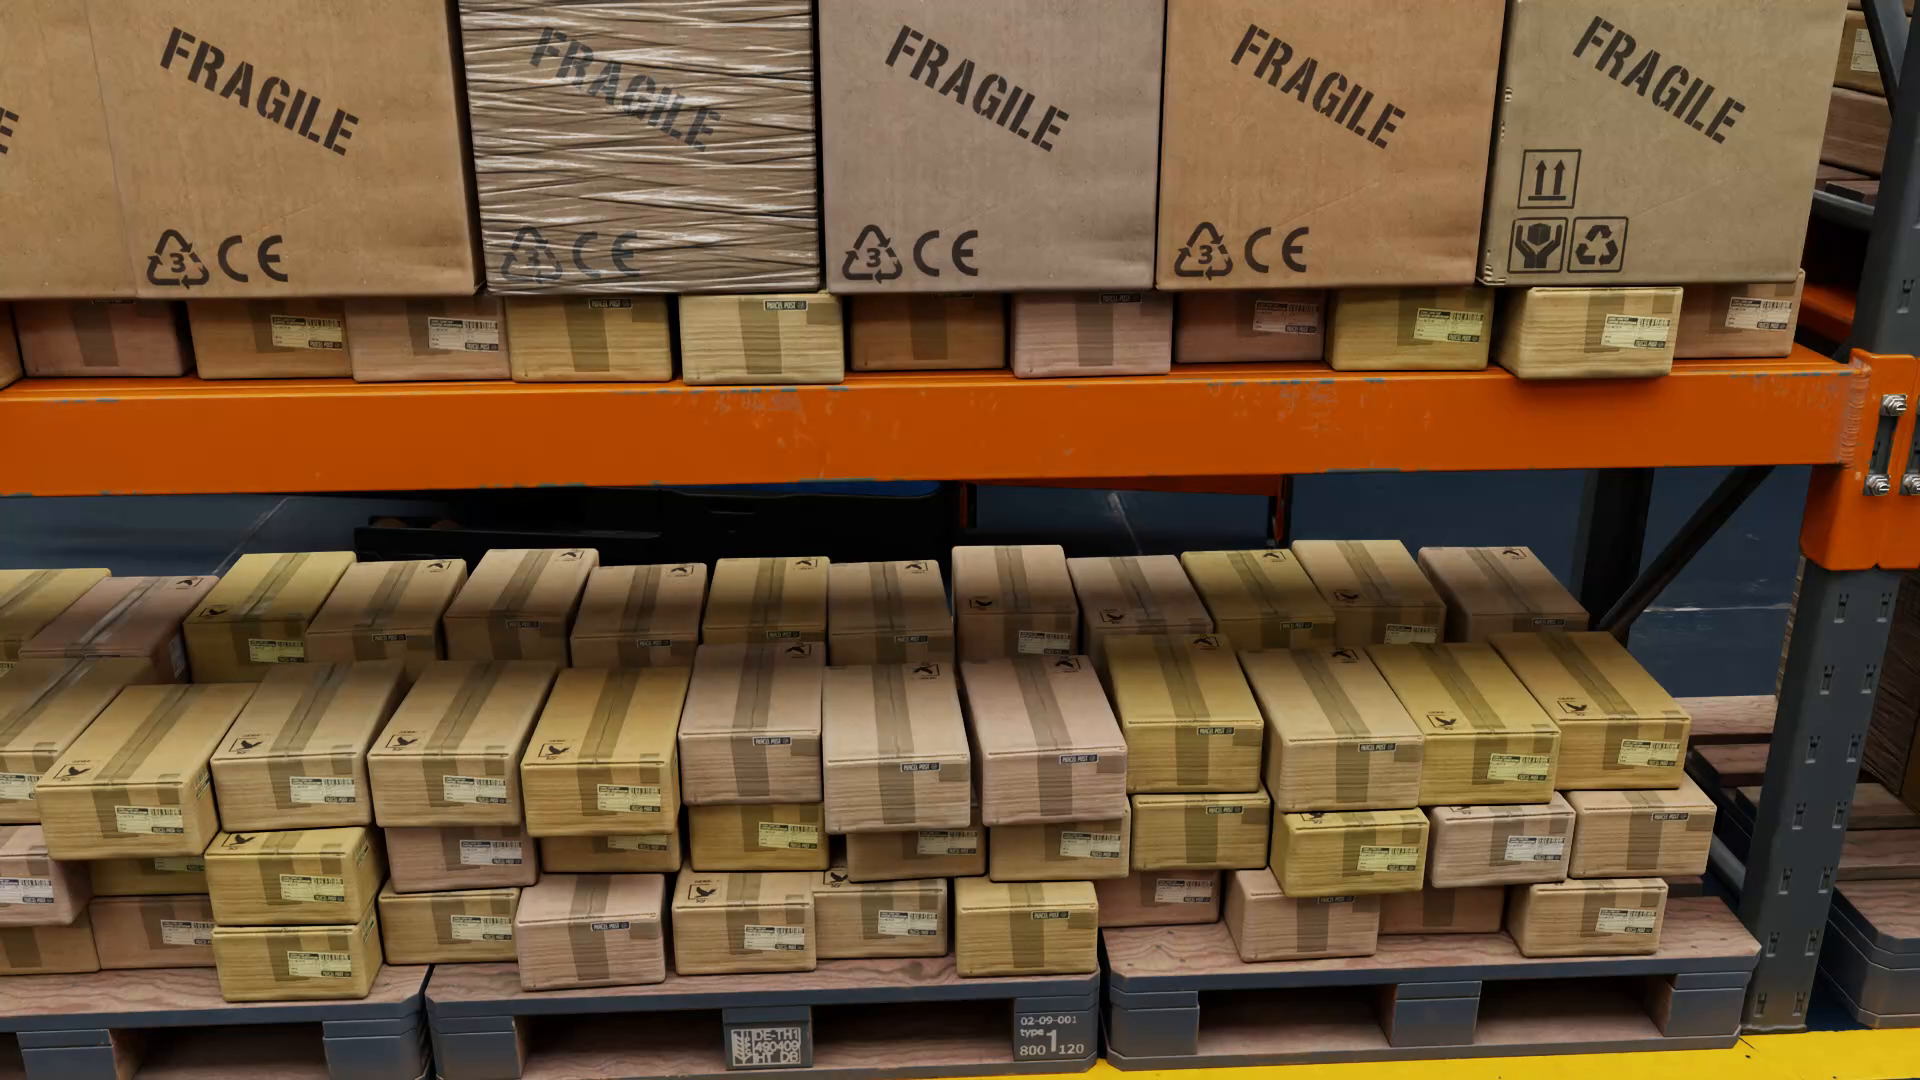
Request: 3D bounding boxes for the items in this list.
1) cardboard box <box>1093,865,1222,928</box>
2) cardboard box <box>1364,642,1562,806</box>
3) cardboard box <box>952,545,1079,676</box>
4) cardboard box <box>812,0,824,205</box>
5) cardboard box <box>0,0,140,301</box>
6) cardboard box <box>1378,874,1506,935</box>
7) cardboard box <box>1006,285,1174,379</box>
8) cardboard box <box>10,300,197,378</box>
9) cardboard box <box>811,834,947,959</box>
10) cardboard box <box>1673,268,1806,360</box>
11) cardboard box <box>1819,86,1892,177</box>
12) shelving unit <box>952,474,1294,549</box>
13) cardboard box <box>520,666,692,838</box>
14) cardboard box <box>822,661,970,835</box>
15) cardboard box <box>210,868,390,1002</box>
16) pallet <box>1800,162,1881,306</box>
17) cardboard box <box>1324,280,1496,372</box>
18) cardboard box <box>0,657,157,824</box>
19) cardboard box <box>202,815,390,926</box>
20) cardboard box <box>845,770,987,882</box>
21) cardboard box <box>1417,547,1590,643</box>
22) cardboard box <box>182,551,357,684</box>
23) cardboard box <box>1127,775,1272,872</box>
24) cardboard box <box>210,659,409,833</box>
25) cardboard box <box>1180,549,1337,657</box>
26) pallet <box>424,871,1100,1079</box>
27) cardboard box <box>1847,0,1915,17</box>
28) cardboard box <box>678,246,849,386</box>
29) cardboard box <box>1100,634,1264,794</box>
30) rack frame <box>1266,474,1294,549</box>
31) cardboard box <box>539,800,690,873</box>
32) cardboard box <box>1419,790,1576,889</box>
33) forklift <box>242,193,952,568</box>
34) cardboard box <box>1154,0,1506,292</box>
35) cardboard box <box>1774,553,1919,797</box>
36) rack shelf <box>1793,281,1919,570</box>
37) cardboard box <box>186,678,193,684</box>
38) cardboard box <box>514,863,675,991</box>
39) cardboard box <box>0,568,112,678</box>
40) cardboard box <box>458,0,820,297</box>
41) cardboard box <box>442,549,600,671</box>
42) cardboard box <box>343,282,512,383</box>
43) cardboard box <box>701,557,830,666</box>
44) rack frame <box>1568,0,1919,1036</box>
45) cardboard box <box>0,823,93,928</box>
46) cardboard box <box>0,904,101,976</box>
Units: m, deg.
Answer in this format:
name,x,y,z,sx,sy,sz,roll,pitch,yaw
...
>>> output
name,x,y,z,sx,sy,sz,roll,pitch,yaw
cardboard box,0.348,0.590,3.271,0.250,0.149,0.380,-2,21,-4
cardboard box,0.921,0.336,3.103,0.250,0.149,0.380,-1,21,-2
cardboard box,0.113,0.147,3.599,0.250,0.149,0.380,-1,21,-2
cardboard box,-0.527,-0.875,3.144,0.500,0.500,0.500,0,21,0
cardboard box,-1.482,-0.676,2.623,0.500,0.500,0.500,-1,21,-3
cardboard box,0.878,0.600,3.246,0.250,0.149,0.380,-1,21,-2
cardboard box,0.193,-0.394,2.792,0.250,0.149,0.380,-2,21,-5
cardboard box,-1.362,-0.393,2.790,0.250,0.149,0.380,0,21,-1
cardboard box,-0.155,0.627,3.176,0.250,0.149,0.380,-1,21,-2
cardboard box,1.243,-0.435,2.900,0.250,0.149,0.380,-1,21,-4
cardboard box,1.900,-0.798,3.264,0.250,0.149,0.380,-2,21,-4
shelving unit,0.523,-0.470,5.274,1.048,1.125,0.538,2,21,6
cardboard box,-0.624,0.375,3.001,0.250,0.149,0.380,-1,21,-2
cardboard box,-0.124,0.369,3.015,0.250,0.149,0.380,-2,21,-5
cardboard box,-1.172,0.671,3.058,0.250,0.149,0.380,-1,21,-2
pallet,2.286,-0.515,3.028,1.213,0.211,1.003,-1,21,-3
cardboard box,0.721,-0.406,2.826,0.250,0.149,0.380,0,21,-1
cardboard box,-1.668,0.360,3.040,0.250,0.149,0.380,-1,21,-2
cardboard box,-1.163,0.529,3.013,0.250,0.149,0.380,-1,21,-1
cardboard box,-0.096,0.478,3.149,0.250,0.149,0.380,-2,21,-6
cardboard box,1.159,0.151,3.590,0.250,0.149,0.380,0,21,-1
cardboard box,-1.460,0.163,3.559,0.250,0.149,0.380,-2,21,-4
cardboard box,0.426,0.467,3.176,0.250,0.149,0.380,-1,21,-3
cardboard box,-1.166,0.366,3.024,0.250,0.149,0.380,-2,21,-6
cardboard box,0.631,0.158,3.571,0.250,0.149,0.380,-1,21,-4
pallet,-0.375,0.714,3.448,1.213,0.211,1.003,-1,21,-3
cardboard box,1.904,-1.075,3.156,0.250,0.149,0.380,0,21,-1
cardboard box,-0.314,-0.377,2.749,0.250,0.149,0.380,-1,21,-2
cardboard box,0.410,0.321,3.142,0.250,0.149,0.380,0,21,-1
rack frame,1.028,-0.450,5.221,0.032,1.125,0.500,2,21,6
cardboard box,-0.635,0.470,3.169,0.250,0.149,0.380,0,21,0
cardboard box,0.949,0.485,3.129,0.250,0.149,0.380,-2,21,-6
forklift,-1.514,-1.447,5.303,3.031,2.935,1.130,2,21,6
cardboard box,0.529,-0.706,2.702,0.500,0.500,0.500,-2,21,-5
cardboard box,2.239,0.227,3.733,0.500,0.500,0.500,-2,21,-4
rack shelf,3.511,-0.345,3.323,4.000,0.370,1.077,-1,21,-3
cardboard box,-1.704,0.339,3.513,0.250,0.149,0.380,-2,21,-4
cardboard box,-0.669,0.658,3.093,0.250,0.149,0.380,-2,21,-6
cardboard box,-1.965,0.198,3.466,0.250,0.149,0.380,-1,21,-2
cardboard box,-0.484,-0.694,2.670,0.500,0.500,0.500,-2,21,-4
cardboard box,-0.932,0.155,3.580,0.250,0.149,0.380,0,21,-1
cardboard box,-0.842,-0.384,2.768,0.250,0.149,0.380,-2,21,-4
cardboard box,-0.403,0.173,3.531,0.250,0.149,0.380,-1,21,-3
rack frame,1.514,-0.641,3.089,0.127,3.000,1.000,-1,21,-3
cardboard box,-1.665,0.532,3.005,0.250,0.149,0.380,-1,21,-3
cardboard box,-1.681,0.645,3.127,0.250,0.149,0.380,-1,21,-3
